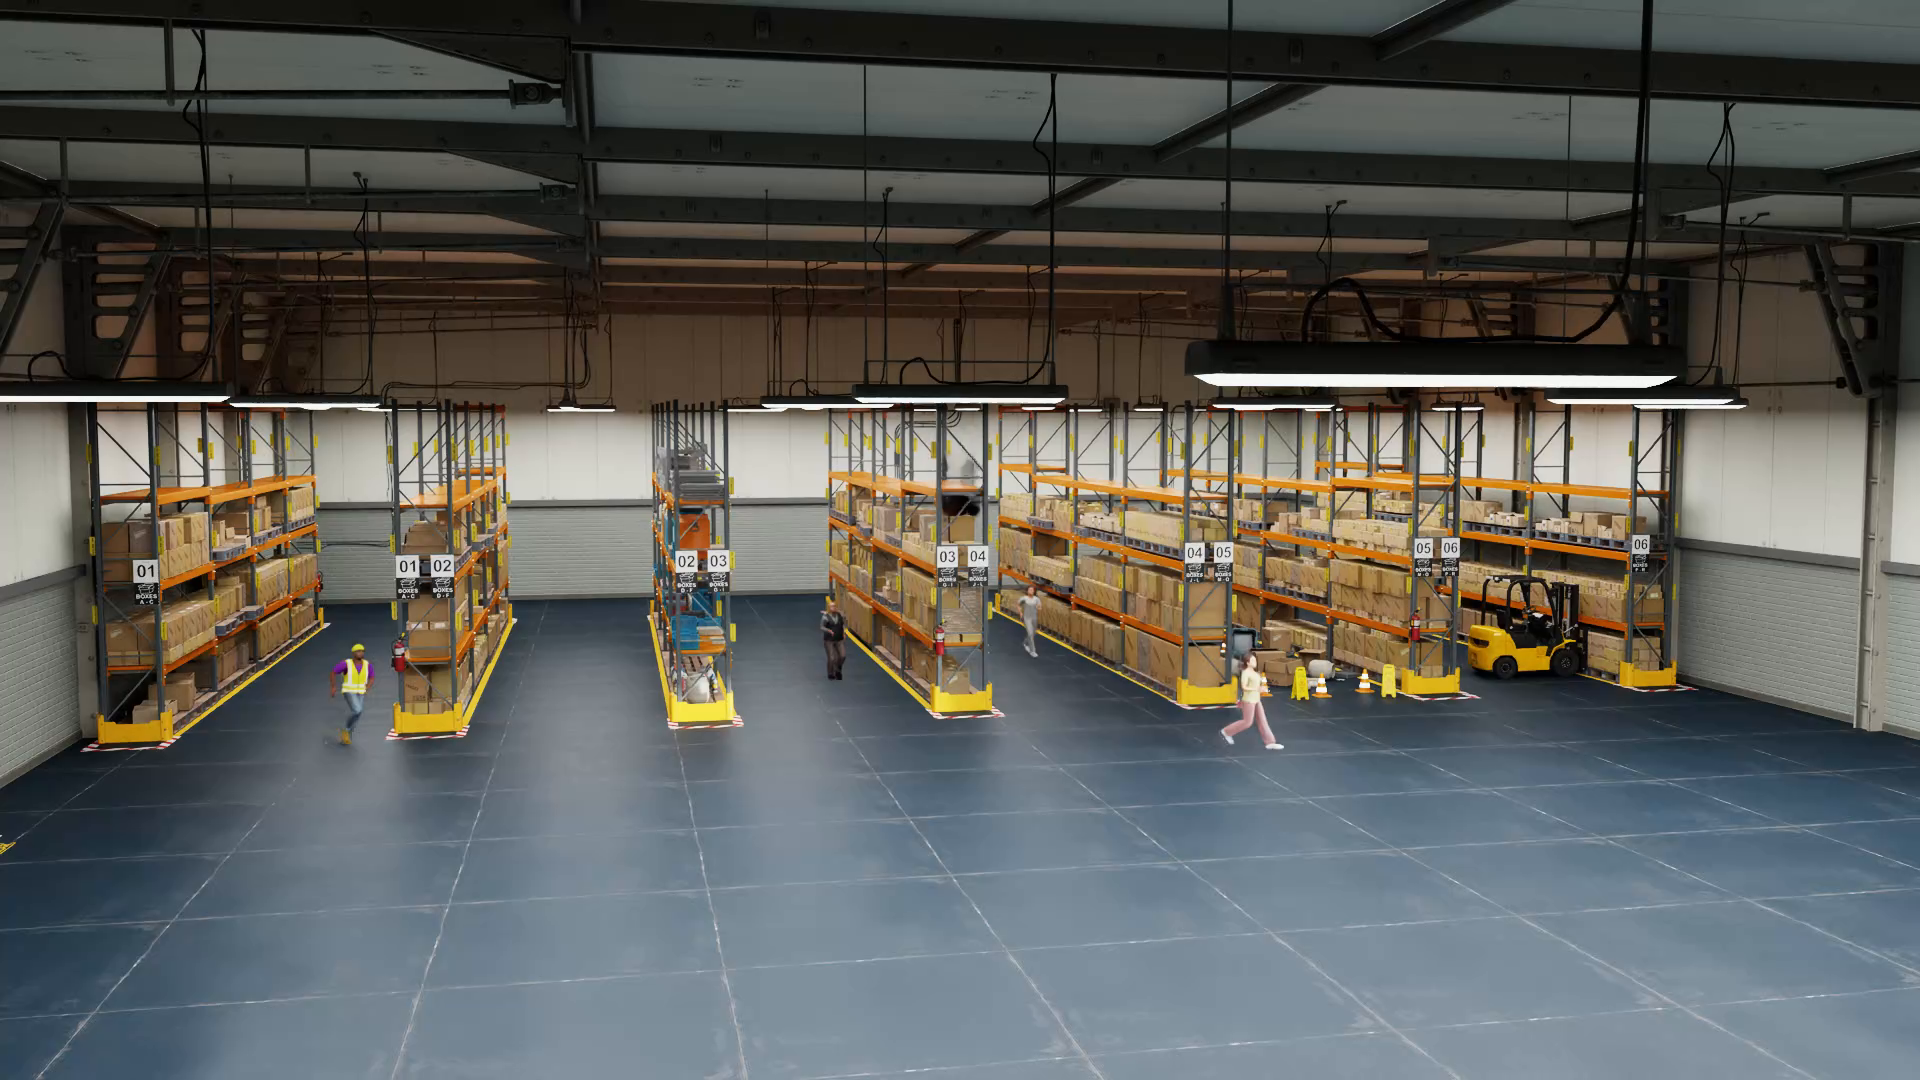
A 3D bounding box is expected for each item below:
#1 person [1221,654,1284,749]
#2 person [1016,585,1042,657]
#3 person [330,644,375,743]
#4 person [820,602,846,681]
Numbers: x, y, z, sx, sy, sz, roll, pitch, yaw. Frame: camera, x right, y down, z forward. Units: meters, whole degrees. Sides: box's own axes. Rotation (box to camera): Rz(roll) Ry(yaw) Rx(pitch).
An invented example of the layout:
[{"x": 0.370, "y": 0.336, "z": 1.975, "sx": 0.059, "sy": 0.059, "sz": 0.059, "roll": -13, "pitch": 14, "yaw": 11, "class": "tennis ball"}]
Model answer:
[{"x": 4.979, "y": 2.735, "z": 28.258, "sx": 1.076, "sy": 1.611, "sz": 0.588, "roll": 2, "pitch": 5, "yaw": 30, "class": "person"}, {"x": 1.666, "y": 1.873, "z": 39.409, "sx": 0.564, "sy": 1.614, "sz": 0.969, "roll": -2, "pitch": 5, "yaw": -22, "class": "person"}, {"x": -10.521, "y": 2.672, "z": 28.971, "sx": 0.649, "sy": 1.696, "sz": 0.725, "roll": 4, "pitch": 6, "yaw": 44, "class": "person"}, {"x": -2.691, "y": 2.188, "z": 35.671, "sx": 0.633, "sy": 1.712, "sz": 0.689, "roll": -2, "pitch": 5, "yaw": -21, "class": "person"}]
